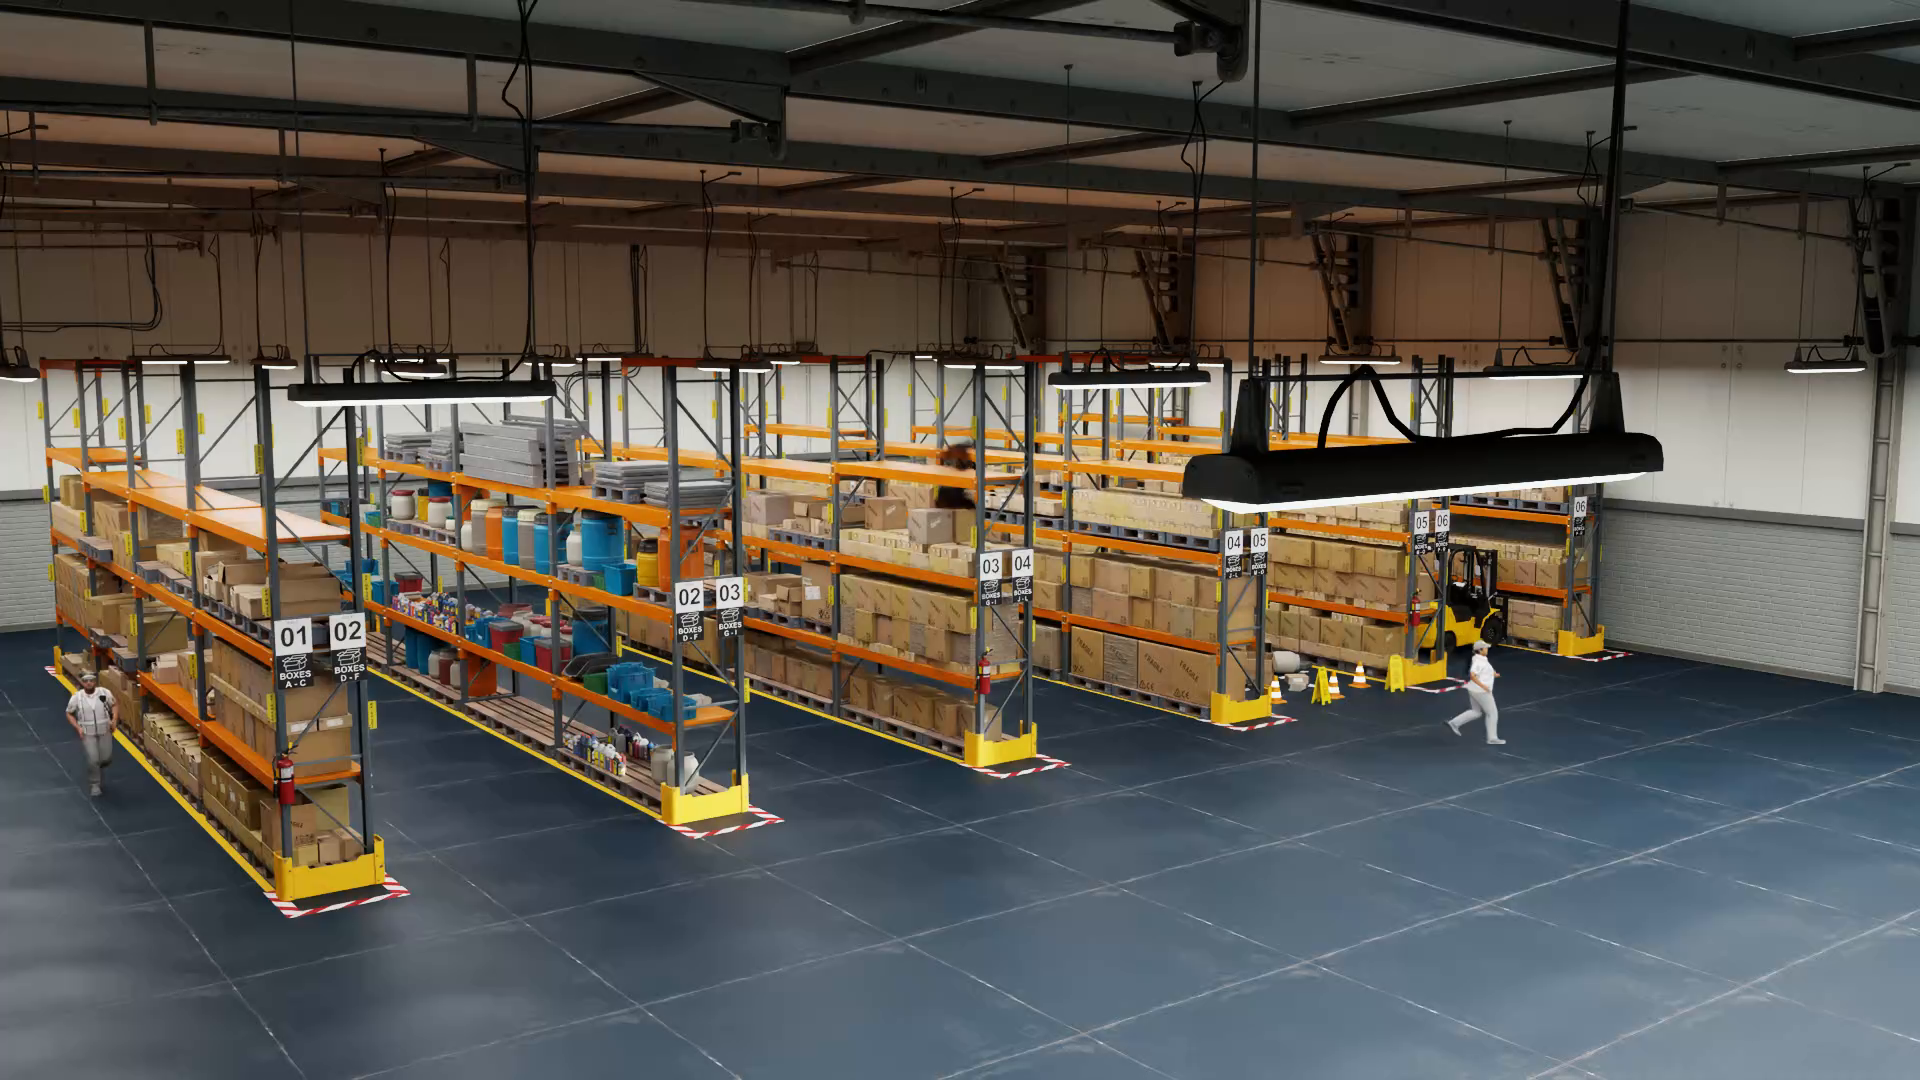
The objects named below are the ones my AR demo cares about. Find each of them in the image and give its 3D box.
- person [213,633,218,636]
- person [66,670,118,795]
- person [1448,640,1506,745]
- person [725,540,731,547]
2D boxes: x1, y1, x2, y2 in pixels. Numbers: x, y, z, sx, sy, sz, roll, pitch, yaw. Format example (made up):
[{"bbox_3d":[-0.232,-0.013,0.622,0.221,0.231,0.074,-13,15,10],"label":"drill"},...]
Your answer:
[{"bbox_3d":[-13.800,1.722,31.096,0.663,1.830,0.752,-6,9,-42],"label":"person"},{"bbox_3d":[-12.156,2.677,23.344,0.661,1.755,0.564,-5,8,-34],"label":"person"},{"bbox_3d":[8.167,2.355,26.100,0.823,1.583,0.618,1,7,6],"label":"person"},{"bbox_3d":[-5.525,0.850,38.659,0.700,1.726,0.737,-3,7,-22],"label":"person"}]
